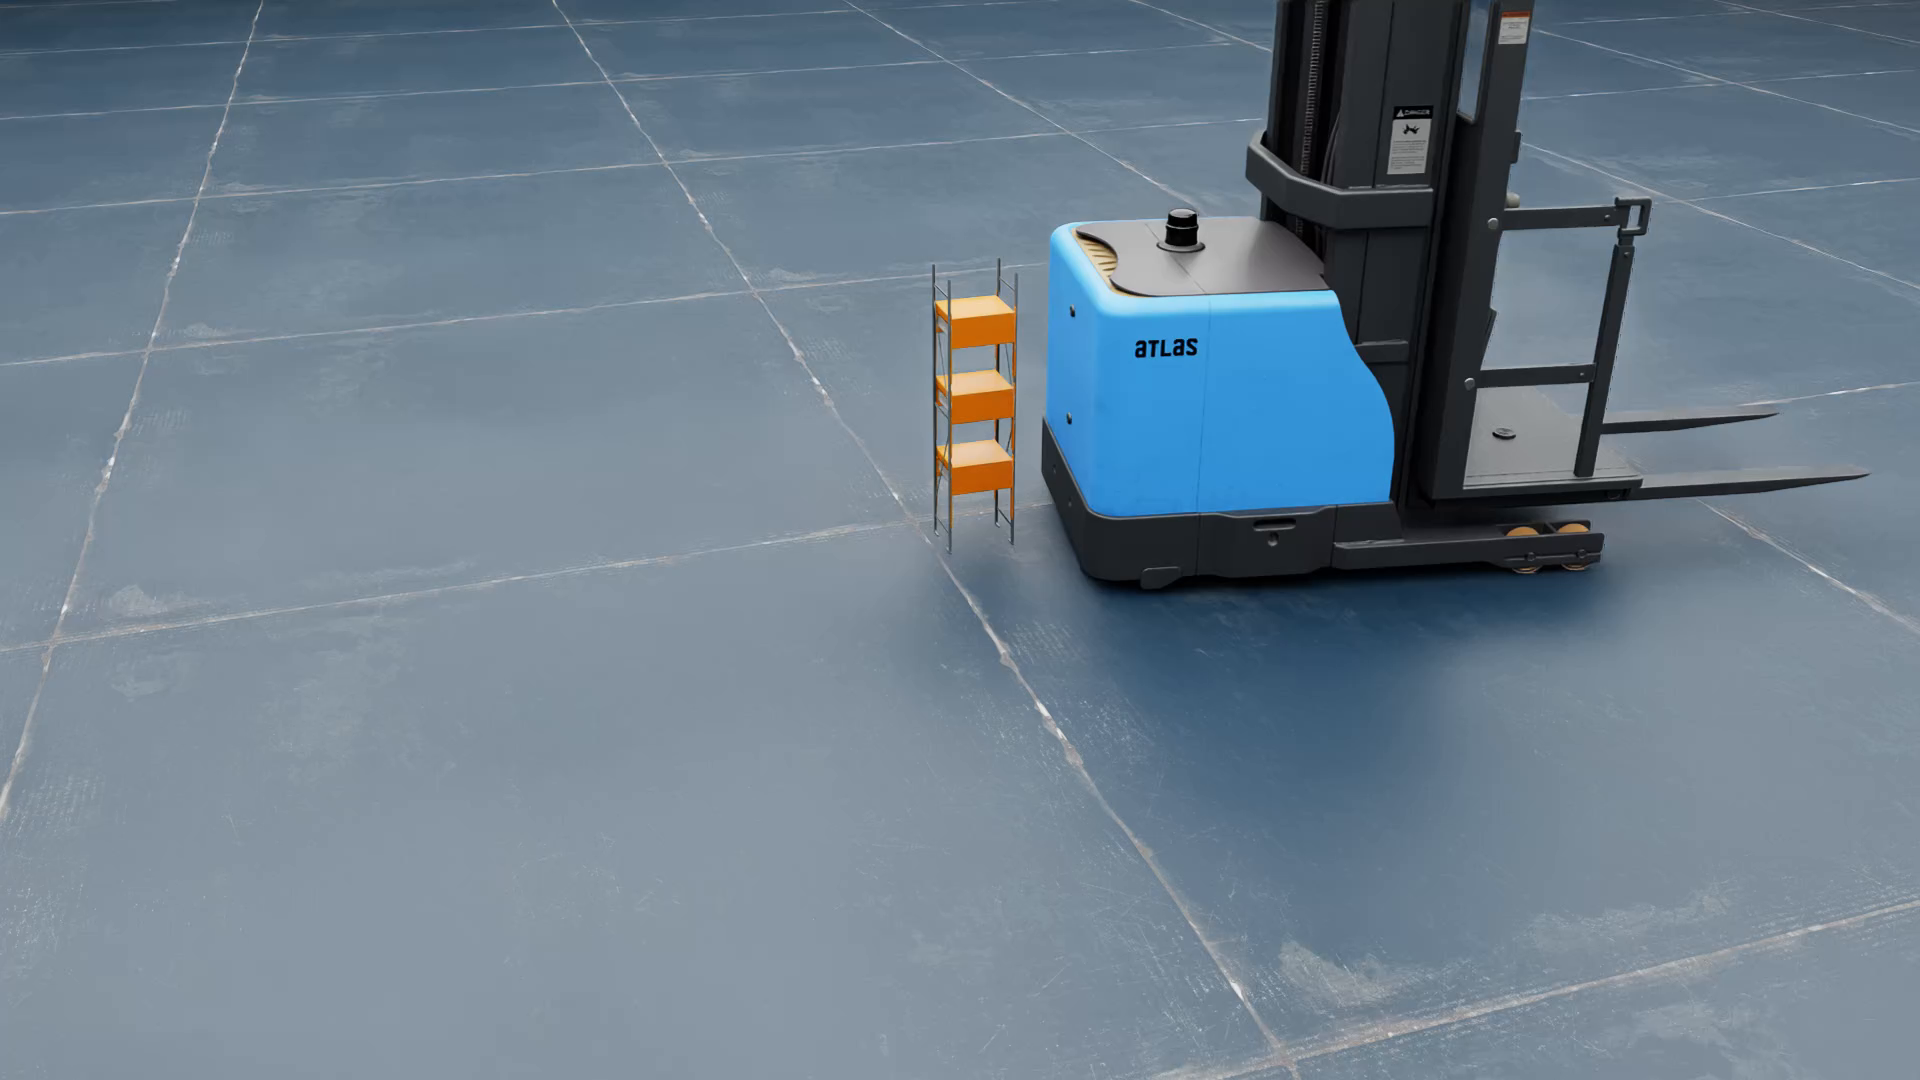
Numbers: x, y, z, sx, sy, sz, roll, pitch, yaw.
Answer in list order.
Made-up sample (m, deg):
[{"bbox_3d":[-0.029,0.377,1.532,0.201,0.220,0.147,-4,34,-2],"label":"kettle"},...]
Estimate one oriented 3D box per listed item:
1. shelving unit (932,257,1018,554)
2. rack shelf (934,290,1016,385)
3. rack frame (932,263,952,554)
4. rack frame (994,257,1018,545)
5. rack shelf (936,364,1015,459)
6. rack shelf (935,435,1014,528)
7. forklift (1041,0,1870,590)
[{"bbox_3d":[0.051,-0.478,6.031,0.252,1.050,0.215,-8,28,-16],"label":"shelving unit"},{"bbox_3d":[0.051,-0.722,5.910,0.240,0.259,0.215,-8,28,-16],"label":"rack shelf"},{"bbox_3d":[-0.065,-0.461,5.998,0.008,1.050,0.200,-8,28,-16],"label":"rack frame"},{"bbox_3d":[0.167,-0.494,6.065,0.008,1.050,0.200,-8,28,-16],"label":"rack frame"},{"bbox_3d":[0.051,-0.468,6.036,0.240,0.259,0.215,-8,28,-16],"label":"rack shelf"},{"bbox_3d":[0.051,-0.219,6.160,0.240,0.259,0.215,-8,28,-16],"label":"rack shelf"},{"bbox_3d":[1.882,-1.420,5.815,3.031,2.935,1.130,-3,27,-7],"label":"forklift"}]
